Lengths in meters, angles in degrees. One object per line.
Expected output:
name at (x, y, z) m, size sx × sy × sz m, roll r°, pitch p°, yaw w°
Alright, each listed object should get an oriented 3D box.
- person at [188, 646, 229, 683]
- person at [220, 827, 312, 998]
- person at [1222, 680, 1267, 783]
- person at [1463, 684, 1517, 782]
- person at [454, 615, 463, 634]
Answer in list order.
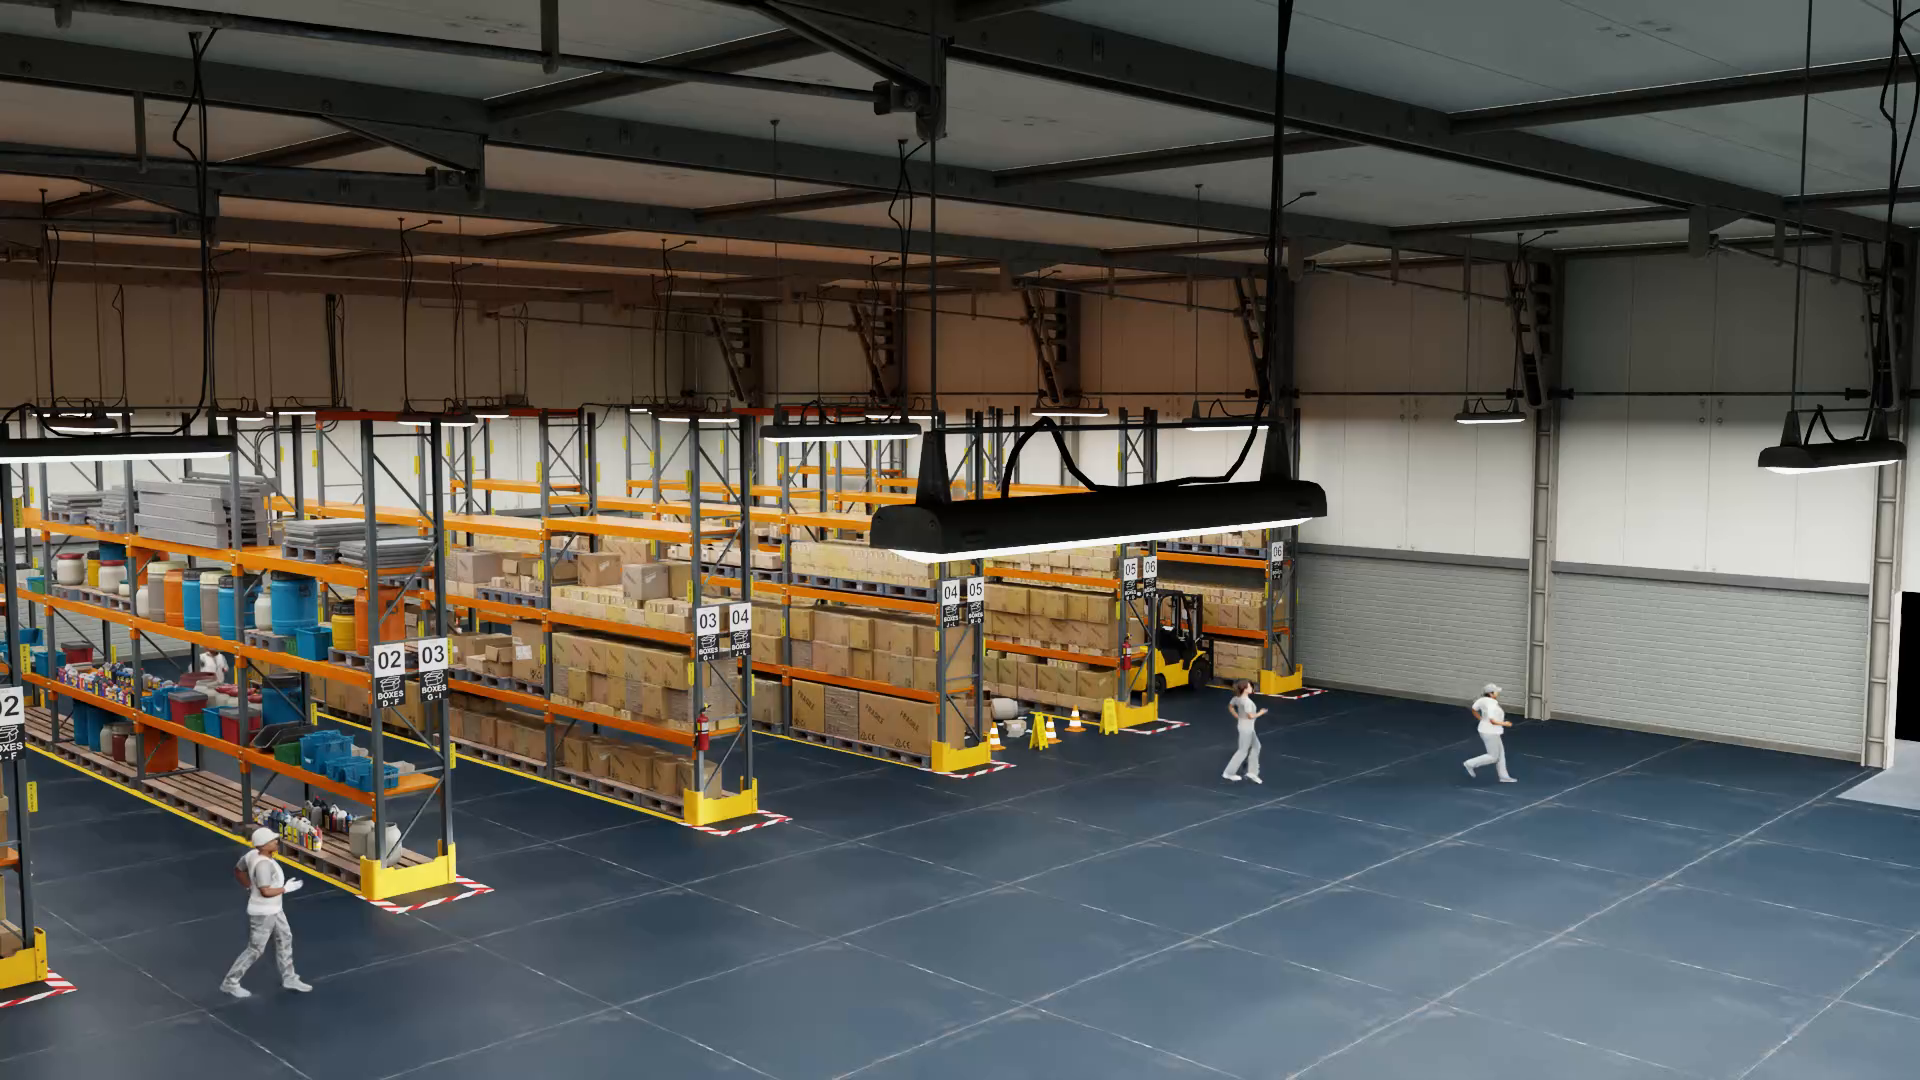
person at (-13.911, 2.714, 30.960) m, size 0.731 × 1.811 × 0.627 m, roll 3°, pitch 6°, yaw 28°
person at (-7.241, 3.893, 17.291) m, size 0.884 × 1.825 × 0.672 m, roll -2°, pitch 5°, yaw -20°
person at (4.605, 3.113, 26.902) m, size 0.716 × 1.723 × 0.547 m, roll 0°, pitch 5°, yaw -2°
person at (8.581, 3.131, 26.905) m, size 0.925 × 1.631 × 0.621 m, roll 0°, pitch 5°, yaw 0°
person at (-10.280, 2.436, 33.909) m, size 0.775 × 1.845 × 0.643 m, roll 4°, pitch 7°, yaw 41°
